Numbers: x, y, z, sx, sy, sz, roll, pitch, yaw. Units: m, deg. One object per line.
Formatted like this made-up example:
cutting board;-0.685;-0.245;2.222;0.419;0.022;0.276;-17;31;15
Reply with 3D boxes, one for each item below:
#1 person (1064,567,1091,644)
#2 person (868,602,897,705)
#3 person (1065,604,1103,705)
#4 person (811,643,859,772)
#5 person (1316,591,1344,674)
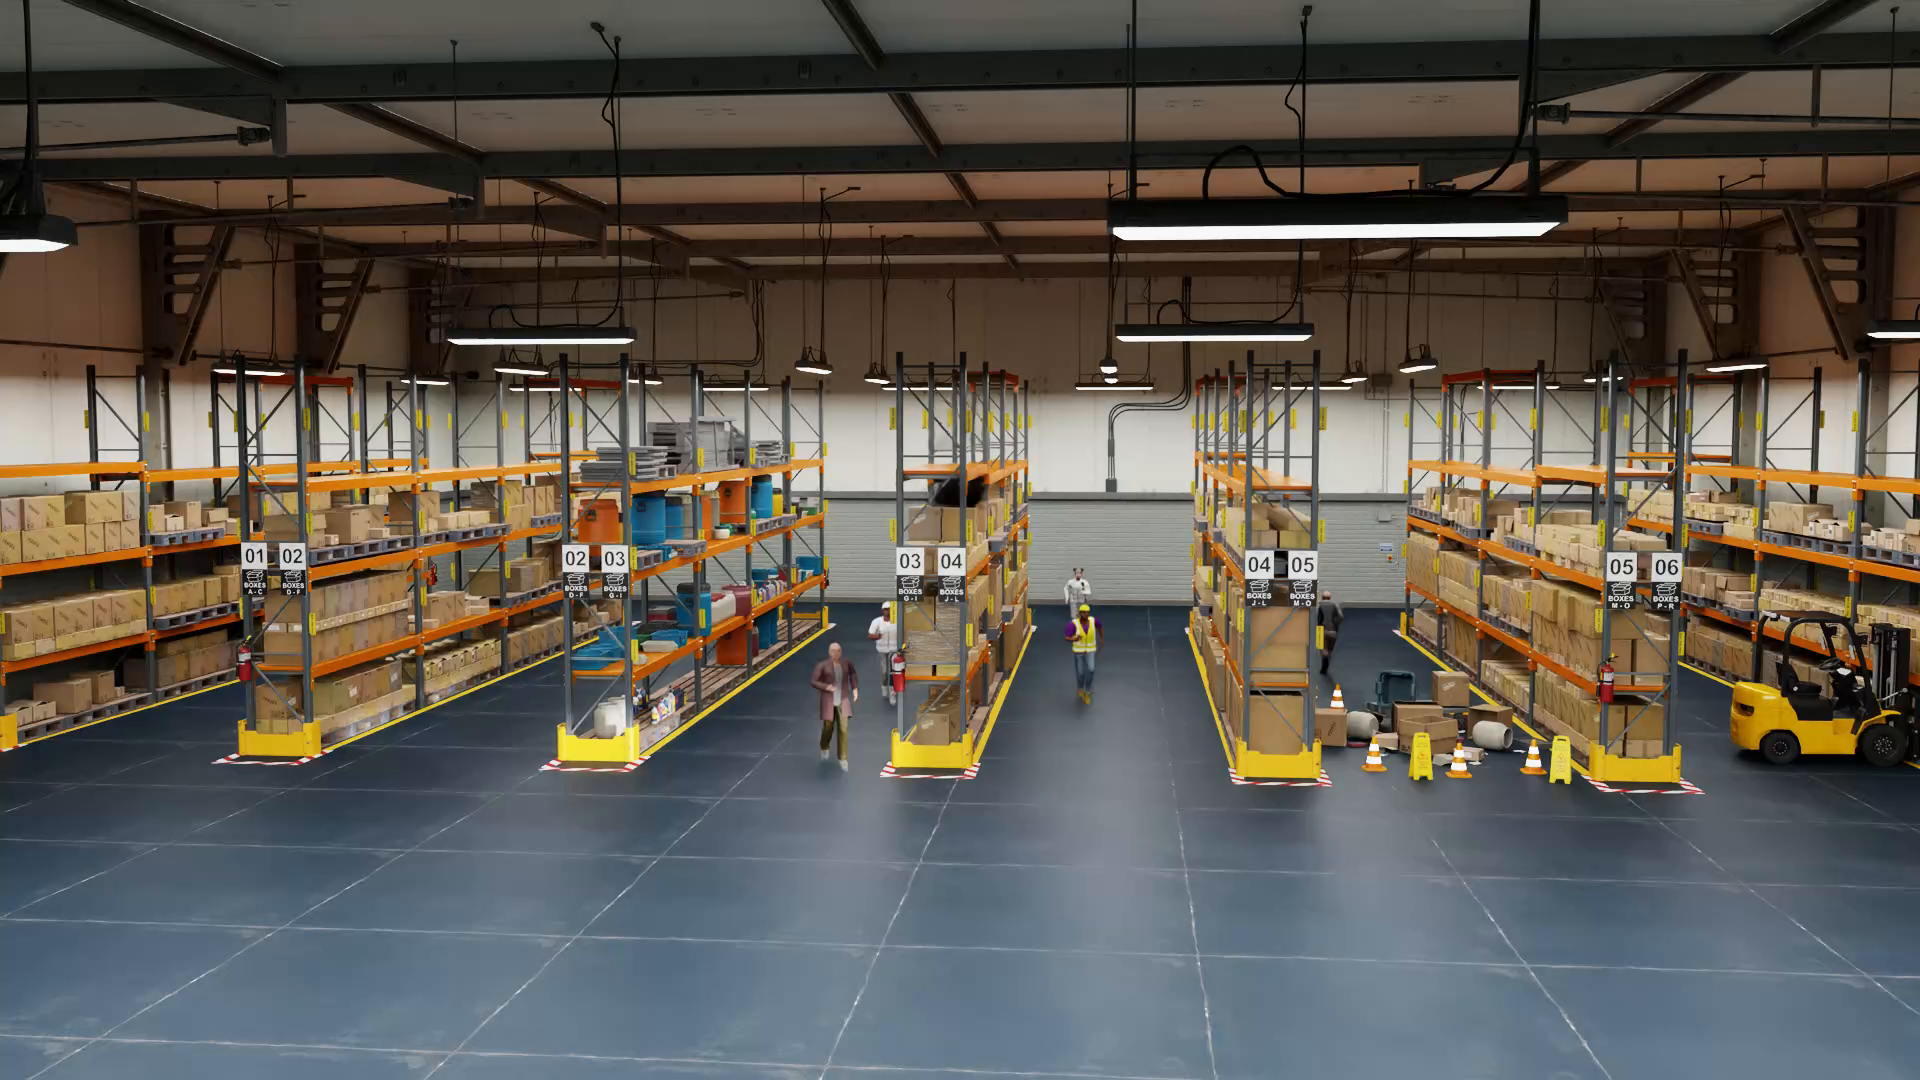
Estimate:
person;2.673;1.475;37.759;0.584;1.751;0.754;0;4;0
person;-1.290;1.989;29.642;0.689;1.788;0.912;0;4;-5
person;2.217;2.023;29.672;0.728;1.791;0.837;0;4;-4
person;-1.820;2.497;24.191;0.734;1.631;0.919;-1;4;-17
person;7.239;1.858;32.763;0.636;1.667;0.809;1;4;9
